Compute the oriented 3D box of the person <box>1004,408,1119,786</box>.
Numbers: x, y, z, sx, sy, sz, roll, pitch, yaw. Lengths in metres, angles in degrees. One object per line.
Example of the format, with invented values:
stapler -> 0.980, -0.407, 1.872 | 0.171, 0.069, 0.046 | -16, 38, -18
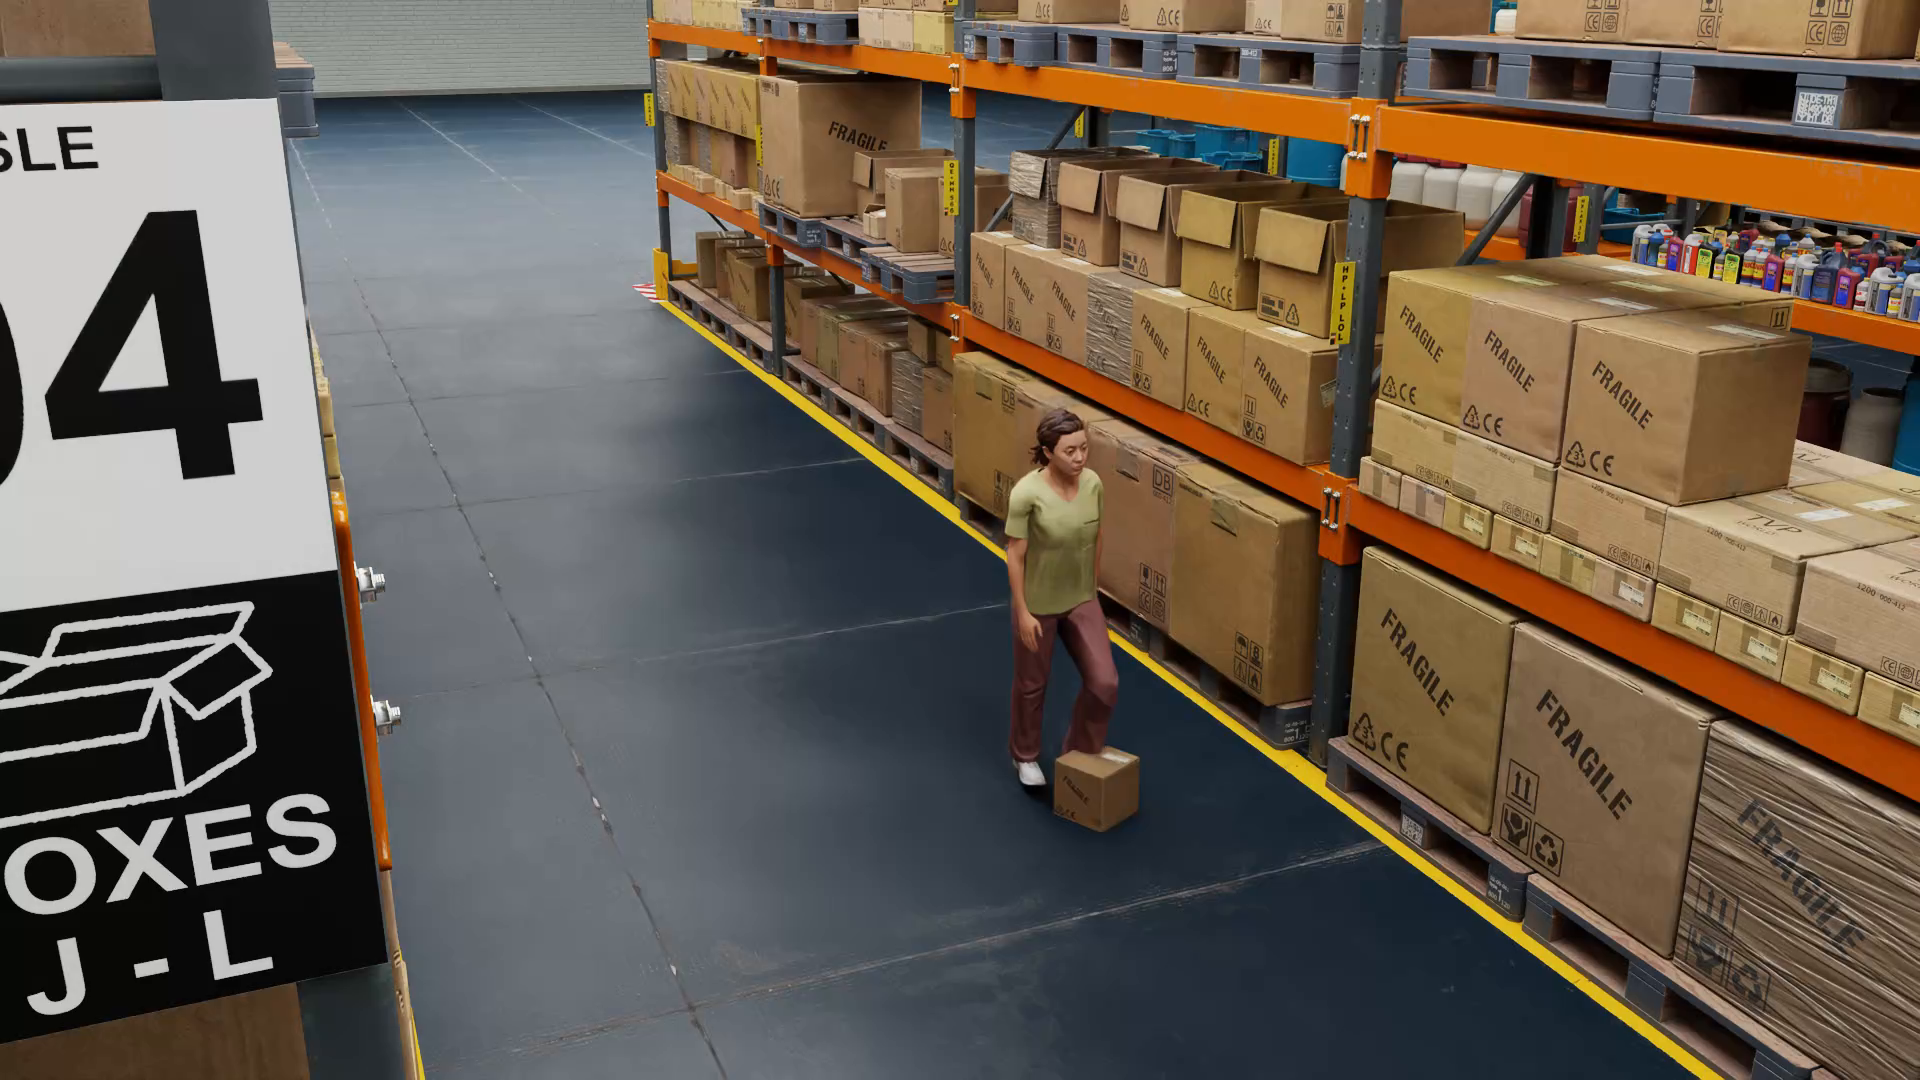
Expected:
person -> 0.384, 0.288, 6.772 | 0.466, 1.722, 0.537 | -7, 20, -20
